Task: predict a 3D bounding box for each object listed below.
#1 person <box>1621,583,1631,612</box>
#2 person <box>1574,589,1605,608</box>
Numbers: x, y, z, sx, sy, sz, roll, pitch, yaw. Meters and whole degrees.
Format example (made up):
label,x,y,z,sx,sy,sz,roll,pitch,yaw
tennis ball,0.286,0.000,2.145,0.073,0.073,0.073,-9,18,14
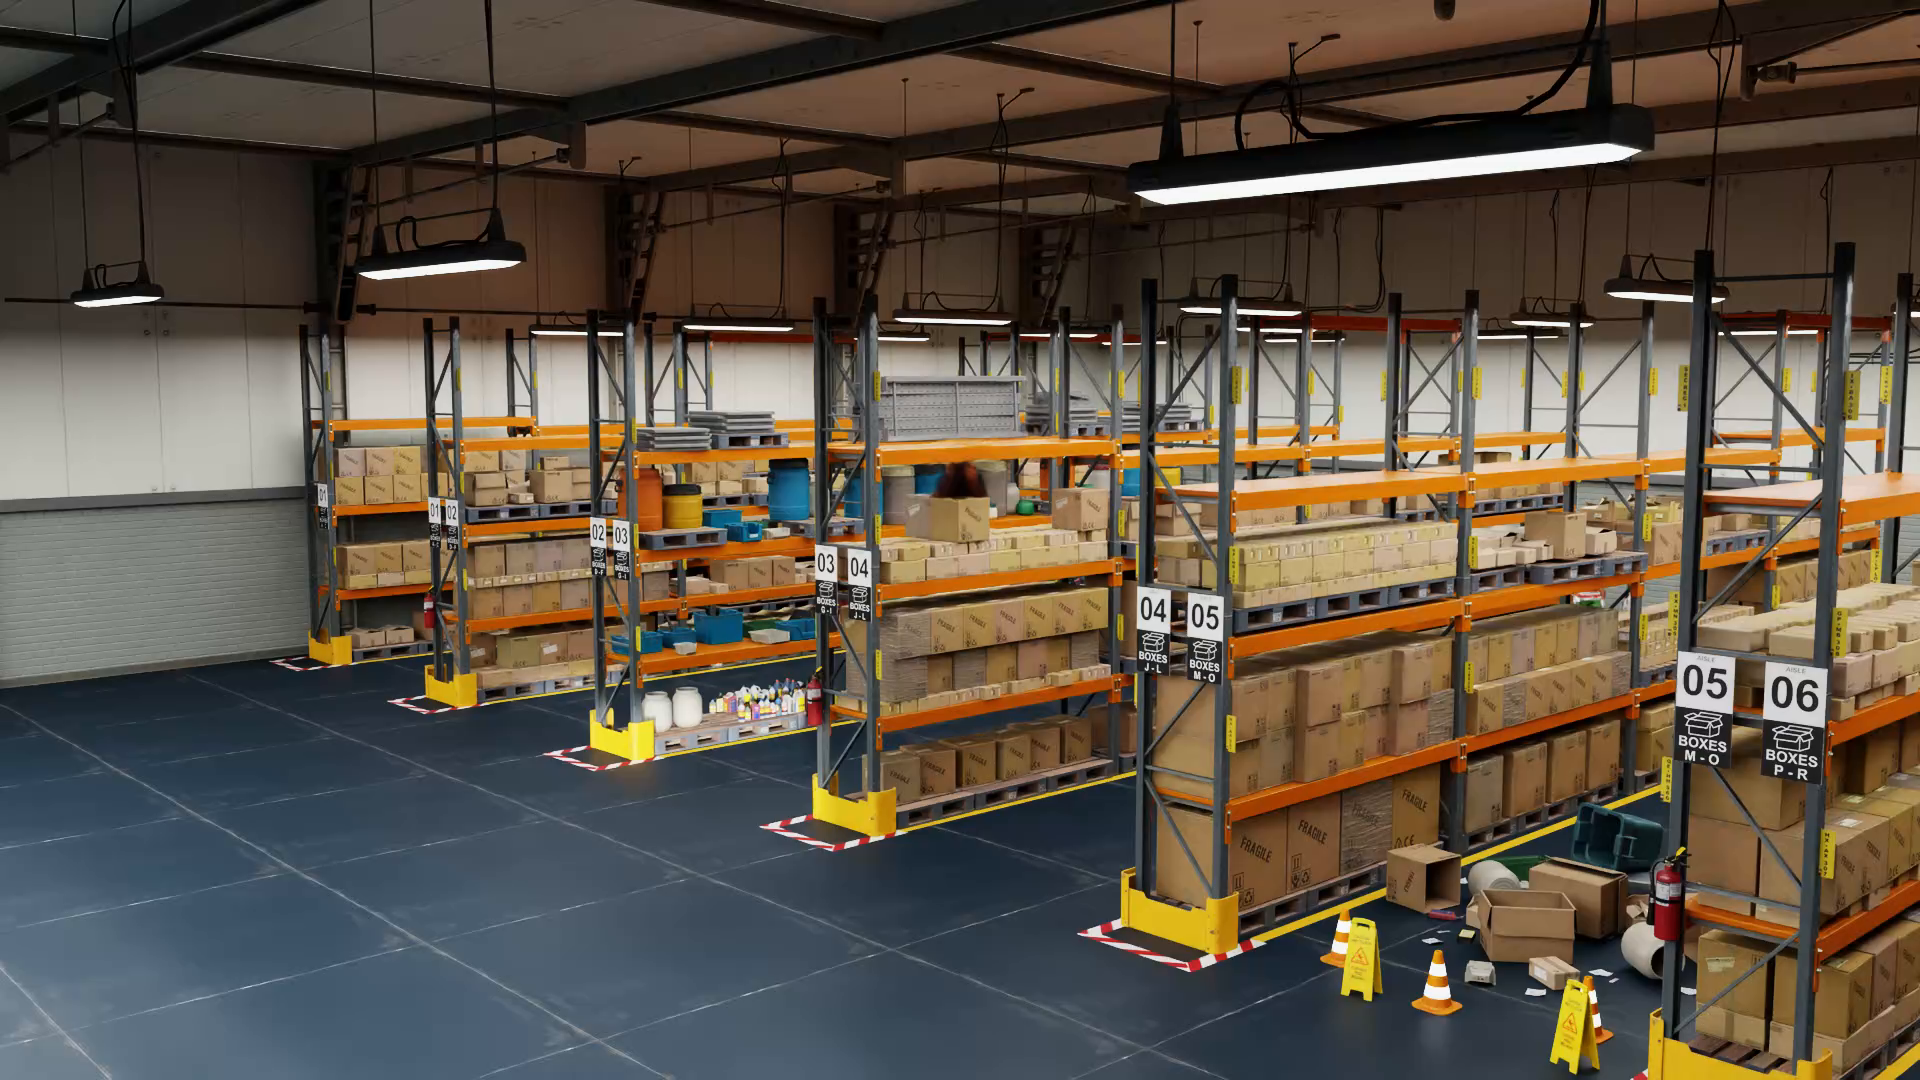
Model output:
label,x,y,z,sx,sy,sz,roll,pitch,yaw
person,11.601,1.444,28.691,0.385,1.673,0.549,2,6,21
person,11.847,1.132,31.280,0.585,1.224,0.438,0,6,-1
